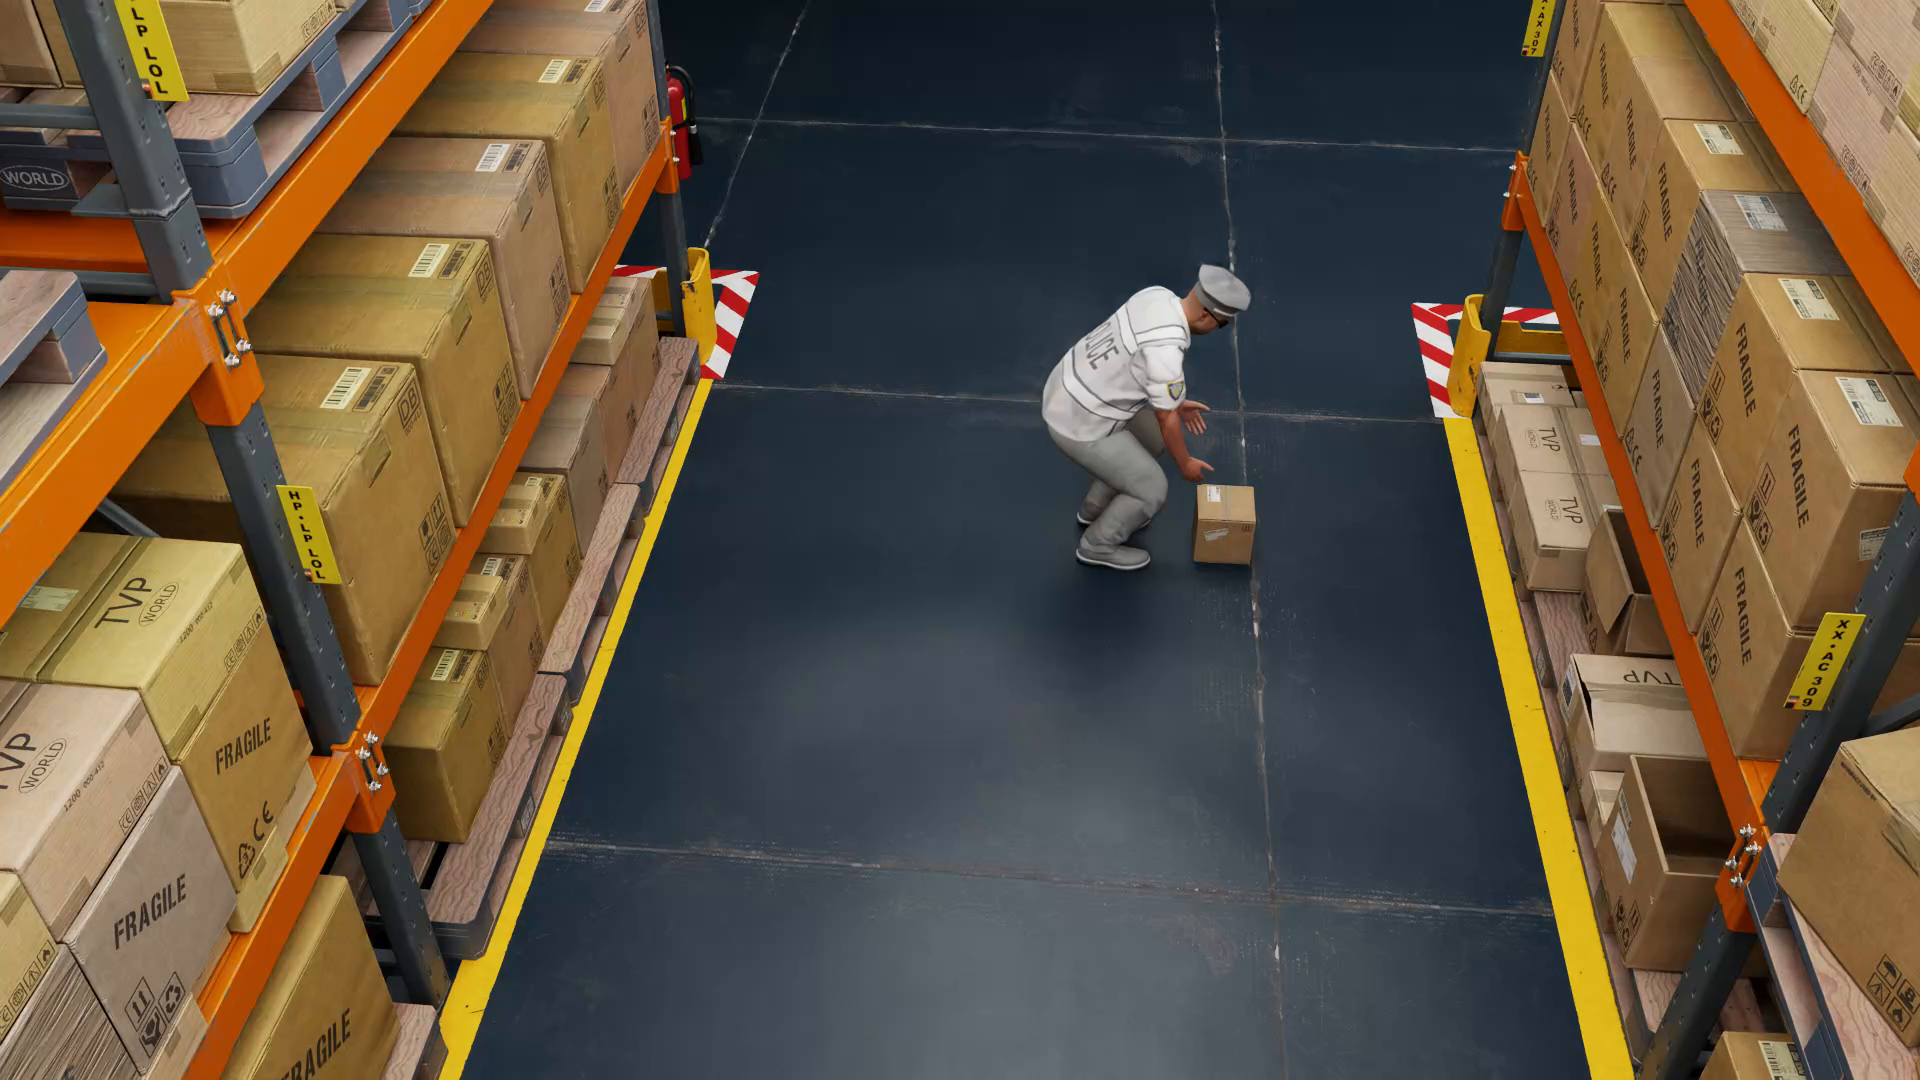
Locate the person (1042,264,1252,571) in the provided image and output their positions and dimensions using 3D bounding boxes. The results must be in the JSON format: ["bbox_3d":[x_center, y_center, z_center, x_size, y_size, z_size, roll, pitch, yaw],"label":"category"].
[{"bbox_3d":[0.764,-0.546,7.101,0.825,1.381,0.590,3,40,4],"label":"person"}]
